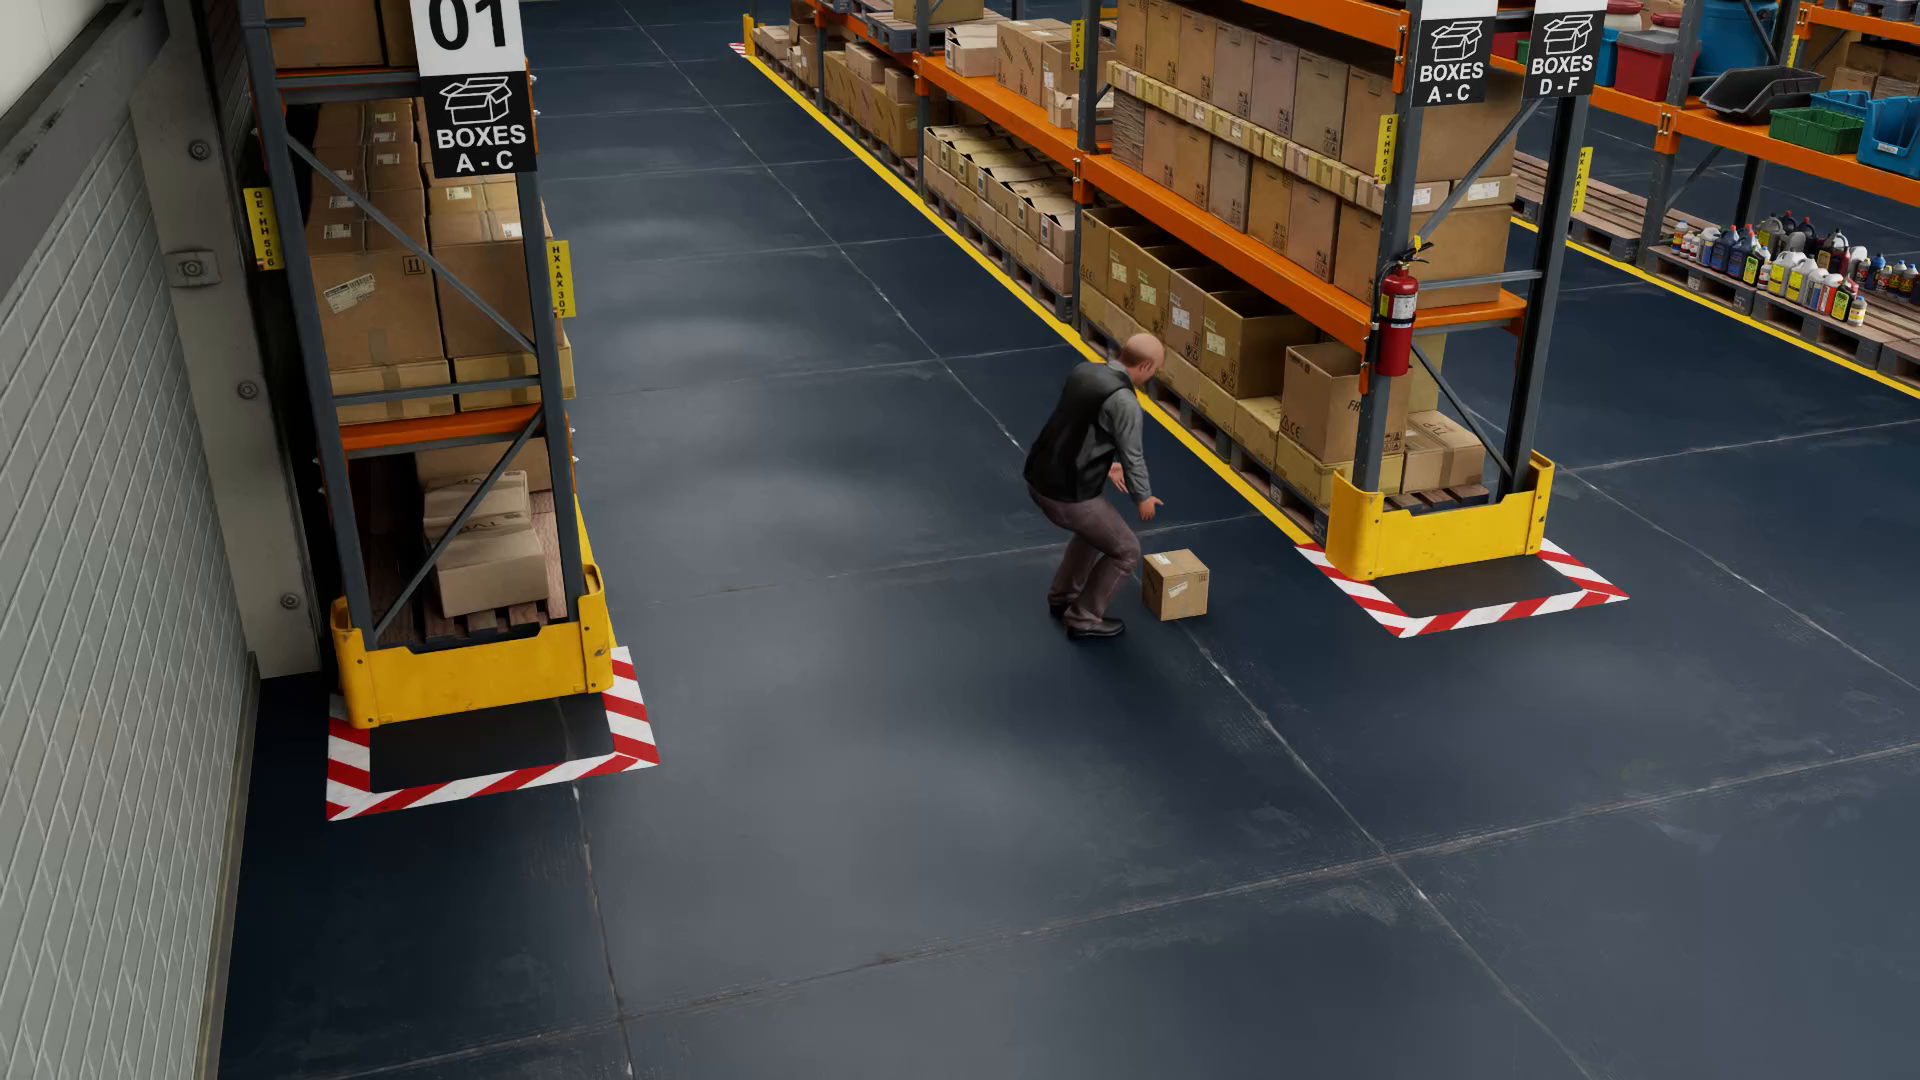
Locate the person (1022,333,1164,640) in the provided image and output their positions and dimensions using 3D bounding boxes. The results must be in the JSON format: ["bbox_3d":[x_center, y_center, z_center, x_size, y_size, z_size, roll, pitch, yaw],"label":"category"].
[{"bbox_3d":[0.637,-0.268,7.998,0.670,1.455,0.590,-8,27,-16],"label":"person"}]
